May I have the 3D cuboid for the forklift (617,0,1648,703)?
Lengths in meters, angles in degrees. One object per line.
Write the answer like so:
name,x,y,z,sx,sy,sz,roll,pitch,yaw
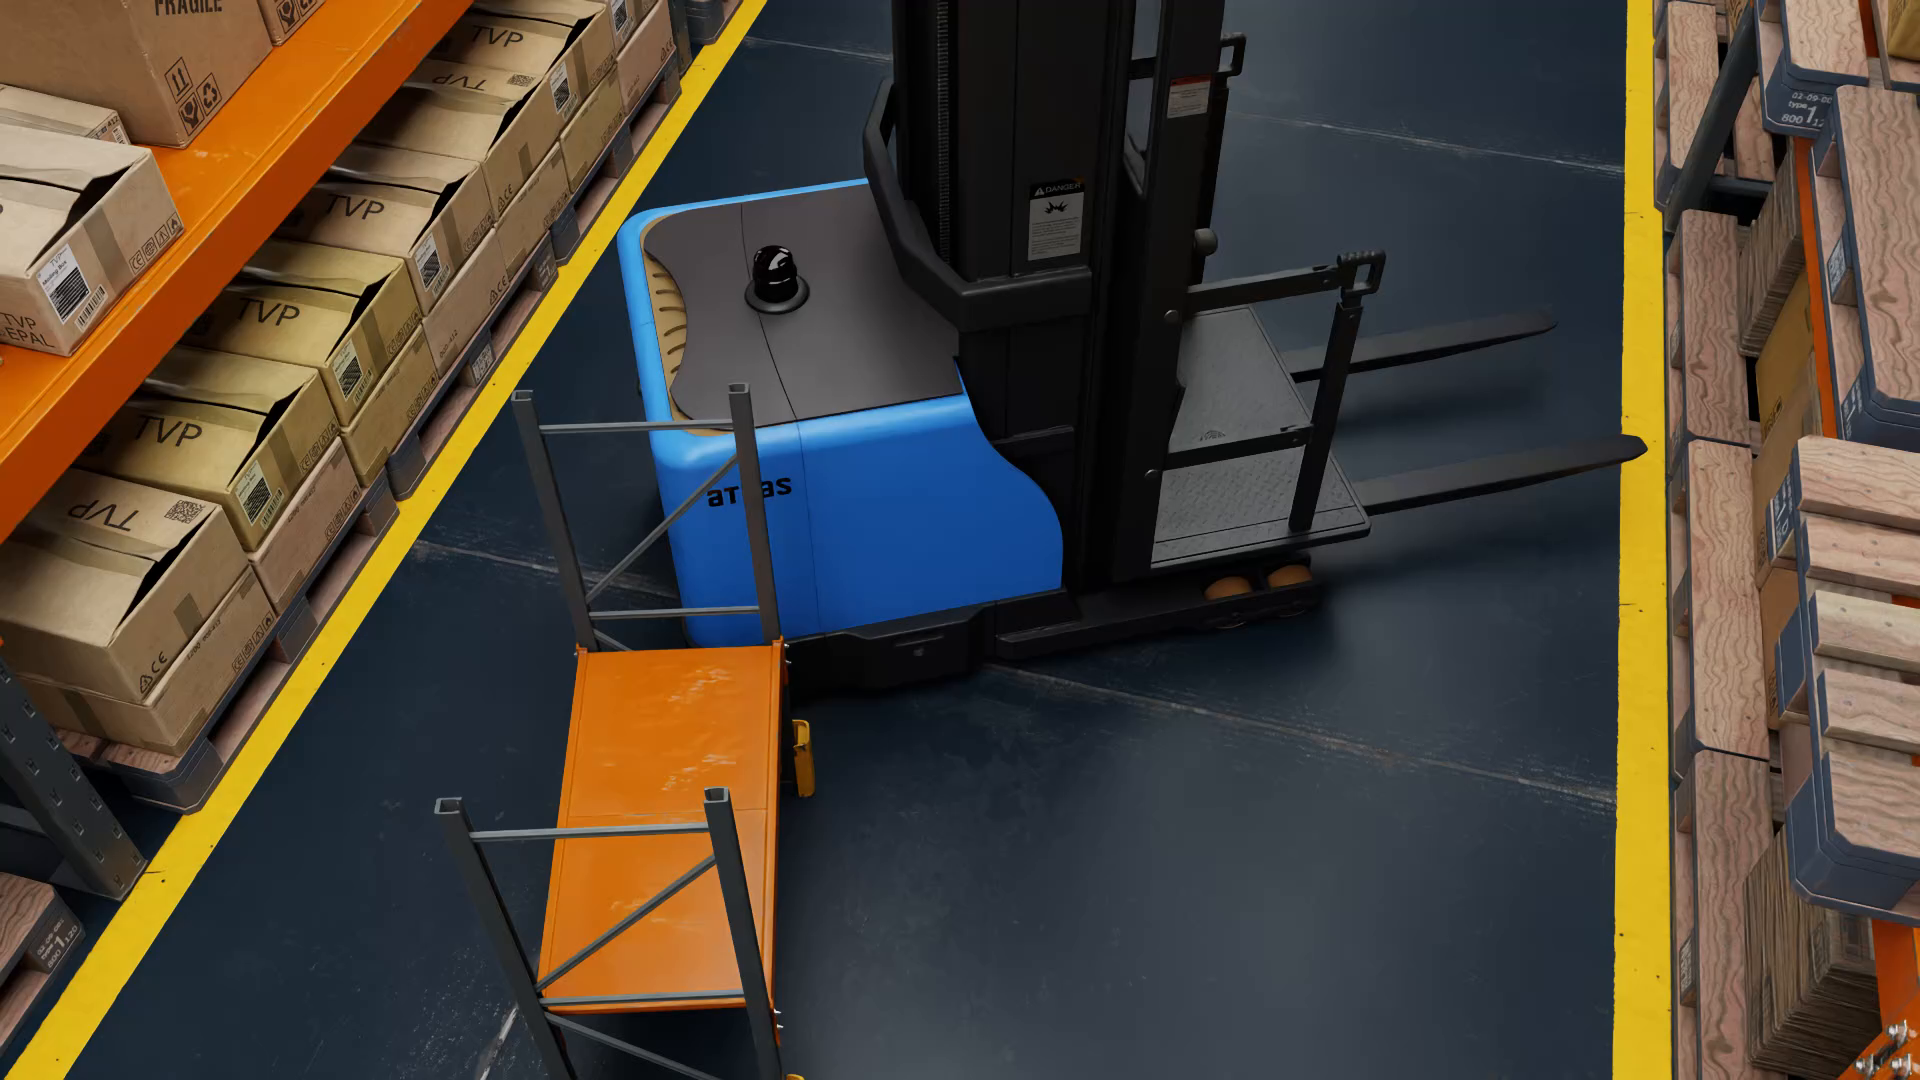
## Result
forklift,0.606,-1.080,4.248,3.031,2.935,1.130,-10,49,-9

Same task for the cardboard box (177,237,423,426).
cardboard box,-1.993,-0.660,5.012,0.500,0.311,0.500,10,49,9

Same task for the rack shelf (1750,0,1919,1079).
rack shelf,2.625,-0.408,4.089,1.077,0.370,4.000,12,50,10

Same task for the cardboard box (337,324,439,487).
cardboard box,-1.997,-0.465,5.214,0.500,0.250,0.500,10,49,9

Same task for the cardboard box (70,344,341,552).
cardboard box,-2.130,-0.292,4.686,0.500,0.311,0.500,10,49,9

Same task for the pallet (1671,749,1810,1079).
pallet,2.306,1.158,4.087,1.003,0.211,1.213,12,50,10

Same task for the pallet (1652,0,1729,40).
pallet,3.614,-2.548,7.358,1.003,0.211,1.213,12,50,10

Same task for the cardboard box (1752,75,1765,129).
cardboard box,3.264,-1.694,6.340,0.380,0.166,0.250,6,49,5

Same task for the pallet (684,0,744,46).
pallet,-1.379,-2.712,7.503,1.003,0.211,1.213,12,50,10

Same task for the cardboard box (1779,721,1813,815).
cardboard box,2.486,0.601,4.092,0.700,0.500,0.500,11,50,10

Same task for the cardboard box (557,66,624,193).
cardboard box,-1.593,-1.574,6.192,0.500,0.250,0.500,11,49,9

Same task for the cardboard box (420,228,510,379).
cardboard box,-1.862,-0.836,5.541,0.500,0.250,0.500,12,50,11

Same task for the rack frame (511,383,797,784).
rack frame,-0.699,0.181,4.090,0.500,1.500,0.032,-2,49,-2

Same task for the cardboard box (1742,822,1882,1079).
cardboard box,2.238,0.951,3.784,0.700,0.500,0.500,12,50,11

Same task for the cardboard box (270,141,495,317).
cardboard box,-1.859,-1.032,5.340,0.500,0.311,0.500,11,49,10

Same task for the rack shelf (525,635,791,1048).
rack shelf,-0.674,0.681,3.888,0.538,0.185,1.000,-2,49,-2

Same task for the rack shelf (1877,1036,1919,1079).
rack shelf,1.573,2.485,1.536,1.077,0.370,4.000,12,50,10

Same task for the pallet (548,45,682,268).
pallet,-1.785,-1.604,6.525,1.003,0.211,1.213,12,50,10

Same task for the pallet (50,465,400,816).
pallet,-2.427,0.161,4.967,1.003,0.211,1.213,12,50,10

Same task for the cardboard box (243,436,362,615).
cardboard box,-2.128,-0.088,4.881,0.500,0.250,0.500,10,49,9

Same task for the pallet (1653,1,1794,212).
pallet,3.294,-1.663,6.577,1.003,0.211,1.213,12,50,10

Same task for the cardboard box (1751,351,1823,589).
cardboard box,2.713,-0.131,4.739,0.700,0.500,0.500,12,50,10

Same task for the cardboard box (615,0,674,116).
cardboard box,-1.458,-1.940,6.515,0.500,0.250,0.500,11,50,10

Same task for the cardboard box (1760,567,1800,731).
cardboard box,2.589,0.236,4.415,0.700,0.500,0.500,11,50,10

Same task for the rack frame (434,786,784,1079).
rack frame,-0.649,0.943,3.418,0.500,1.500,0.032,-2,49,-2

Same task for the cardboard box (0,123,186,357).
cardboard box,-2.259,-0.754,3.974,0.500,0.311,0.500,11,49,10

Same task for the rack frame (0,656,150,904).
rack frame,-2.681,-0.174,3.403,1.000,3.000,0.127,12,50,10

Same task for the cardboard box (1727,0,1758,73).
cardboard box,3.386,-2.170,6.538,0.500,0.500,0.500,8,49,7

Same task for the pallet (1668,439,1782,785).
pallet,2.629,0.279,4.863,1.003,0.211,1.213,12,50,10

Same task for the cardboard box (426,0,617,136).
cardboard box,-1.589,-1.755,5.978,0.500,0.311,0.500,13,50,11

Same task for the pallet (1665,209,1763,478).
pallet,2.948,-0.607,5.645,1.003,0.211,1.213,12,50,10

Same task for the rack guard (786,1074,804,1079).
rack guard,-0.649,1.355,3.887,0.587,0.250,0.087,-2,49,-2

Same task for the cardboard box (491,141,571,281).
cardboard box,-1.727,-1.204,5.866,0.500,0.250,0.500,13,50,11

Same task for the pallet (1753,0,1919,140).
pallet,2.810,-1.505,4.706,1.003,0.211,1.213,12,50,10

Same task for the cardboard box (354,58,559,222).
cardboard box,-1.723,-1.395,5.660,0.500,0.311,0.500,11,50,10

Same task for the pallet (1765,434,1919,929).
pallet,2.184,0.327,3.088,1.213,0.211,1.003,12,50,10

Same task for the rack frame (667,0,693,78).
rack frame,-1.628,-3.068,5.957,1.000,3.000,0.127,12,50,10

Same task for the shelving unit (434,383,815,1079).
shelving unit,-0.673,0.569,3.748,0.587,1.500,1.083,-2,49,-2

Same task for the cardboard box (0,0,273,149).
cardboard box,-2.255,-1.424,4.440,0.500,0.500,0.500,9,49,8

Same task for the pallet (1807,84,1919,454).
pallet,2.580,-0.576,3.886,1.003,0.211,1.213,12,50,10

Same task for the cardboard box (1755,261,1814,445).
cardboard box,2.886,-0.492,5.057,0.700,0.500,0.500,11,49,9

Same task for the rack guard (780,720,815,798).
rack guard,-0.698,0.610,4.545,0.587,0.250,0.087,-2,49,-2

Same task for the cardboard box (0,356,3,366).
cardboard box,-2.543,-0.399,3.661,0.500,0.311,0.500,14,50,12

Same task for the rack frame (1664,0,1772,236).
rack frame,3.152,-2.093,5.096,1.000,3.000,0.127,12,50,10

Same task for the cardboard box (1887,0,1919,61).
cardboard box,2.831,-1.507,4.219,0.700,0.500,0.500,16,51,14

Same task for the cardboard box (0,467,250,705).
cardboard box,-2.260,0.090,4.350,0.500,0.311,0.500,13,50,11

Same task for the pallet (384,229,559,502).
pallet,-2.104,-0.719,5.744,1.003,0.211,1.213,12,50,10

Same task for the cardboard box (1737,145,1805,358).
cardboard box,2.974,-0.876,5.396,0.700,0.500,0.500,13,50,11

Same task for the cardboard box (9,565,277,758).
cardboard box,-2.260,0.276,4.560,0.500,0.250,0.500,11,50,10

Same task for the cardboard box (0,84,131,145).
cardboard box,-2.400,-1.025,4.321,0.380,0.149,0.250,15,50,13

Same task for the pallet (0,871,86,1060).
pallet,-2.914,1.281,3.979,1.003,0.211,1.213,12,50,10

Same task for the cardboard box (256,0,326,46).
cardboard box,-2.117,-1.805,4.776,0.500,0.500,0.500,12,50,10

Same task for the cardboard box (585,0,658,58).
cardboard box,-1.458,-2.133,6.312,0.500,0.311,0.500,12,50,10
